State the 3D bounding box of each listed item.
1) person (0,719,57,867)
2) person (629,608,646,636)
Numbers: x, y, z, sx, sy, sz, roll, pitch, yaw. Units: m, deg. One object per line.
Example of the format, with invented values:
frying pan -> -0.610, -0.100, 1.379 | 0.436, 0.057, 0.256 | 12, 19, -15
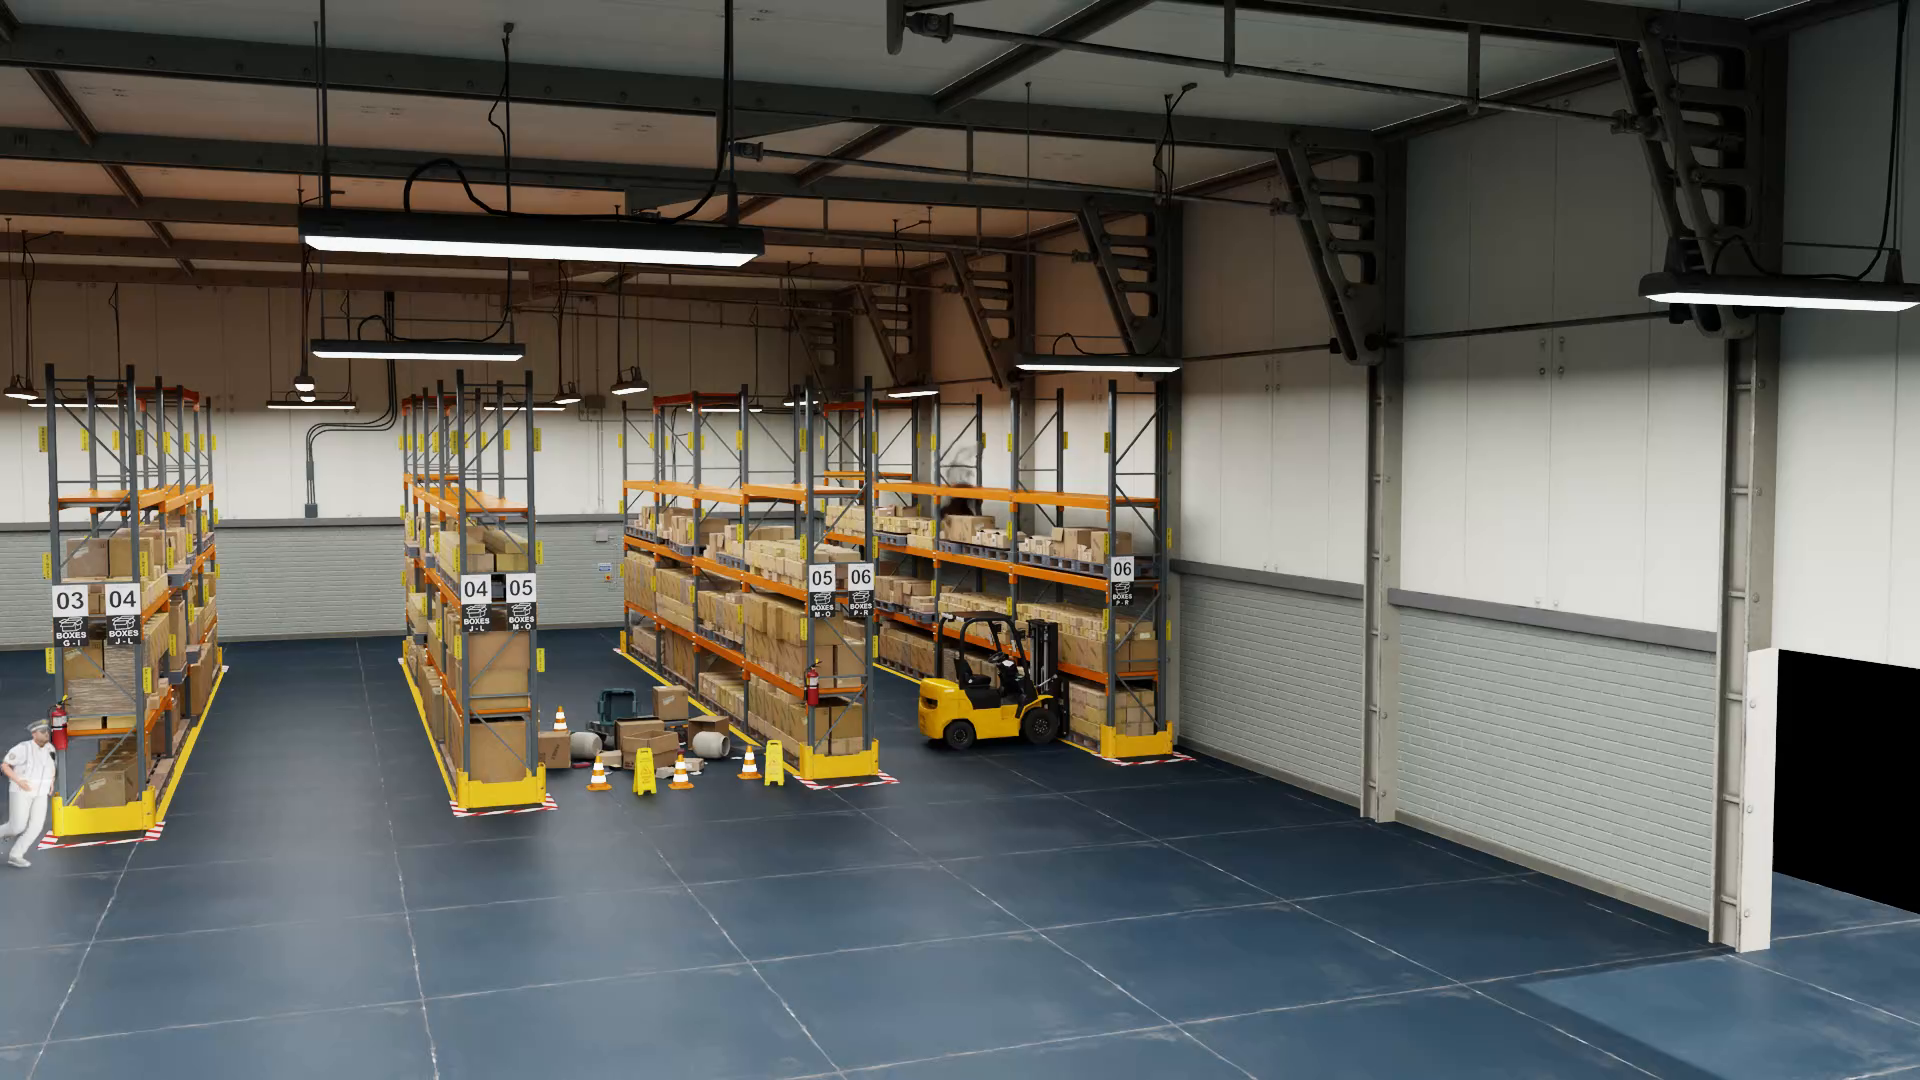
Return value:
person -> -11.183, 2.999, 19.950 | 0.664, 1.702, 0.725 | 2, 4, 29
person -> -7.885, 1.724, 40.955 | 0.670, 1.525, 0.596 | 0, 3, -8
